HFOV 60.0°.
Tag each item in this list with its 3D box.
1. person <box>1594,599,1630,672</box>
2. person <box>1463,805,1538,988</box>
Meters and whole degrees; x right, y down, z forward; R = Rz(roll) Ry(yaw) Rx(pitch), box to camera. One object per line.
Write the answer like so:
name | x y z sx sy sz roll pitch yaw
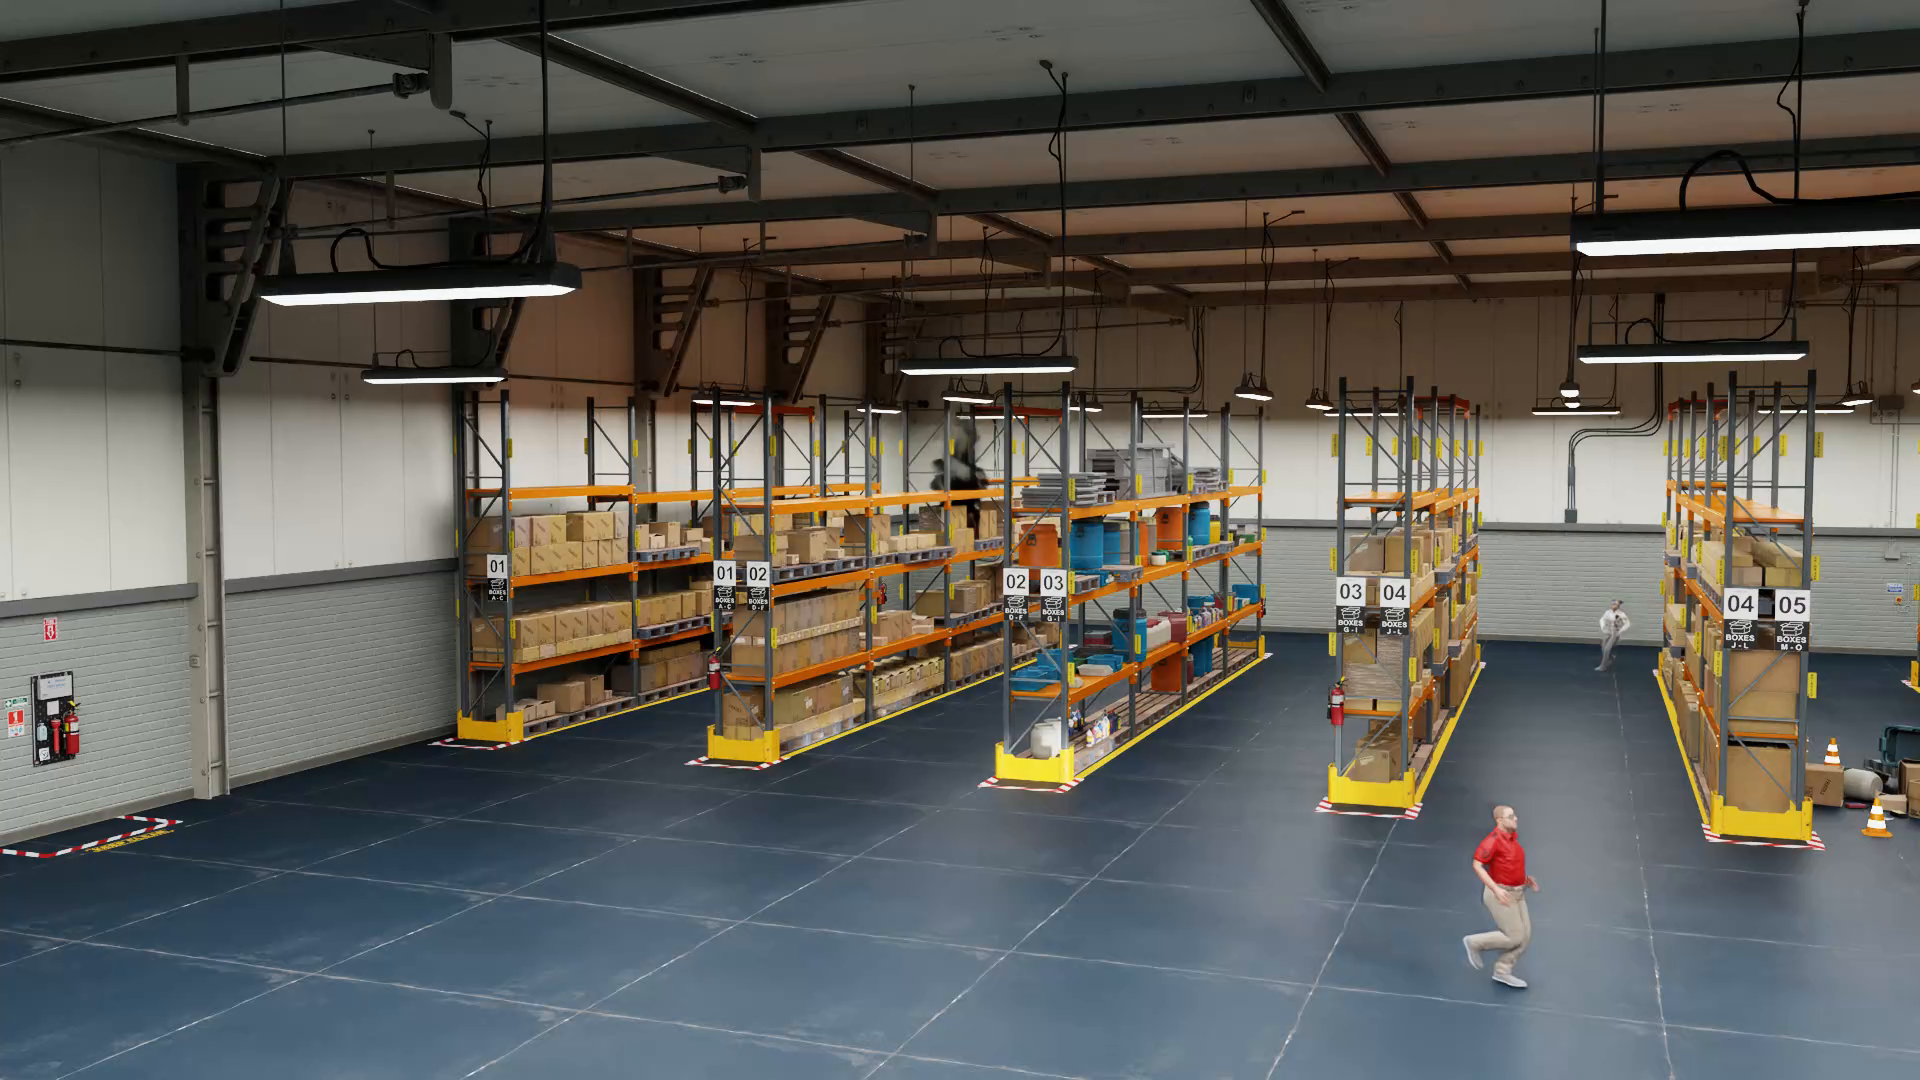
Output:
person | 14.675 2.128 37.333 0.677 1.644 0.679 -3 4 -42
person | 5.057 3.313 15.536 0.599 1.681 0.670 3 4 42
